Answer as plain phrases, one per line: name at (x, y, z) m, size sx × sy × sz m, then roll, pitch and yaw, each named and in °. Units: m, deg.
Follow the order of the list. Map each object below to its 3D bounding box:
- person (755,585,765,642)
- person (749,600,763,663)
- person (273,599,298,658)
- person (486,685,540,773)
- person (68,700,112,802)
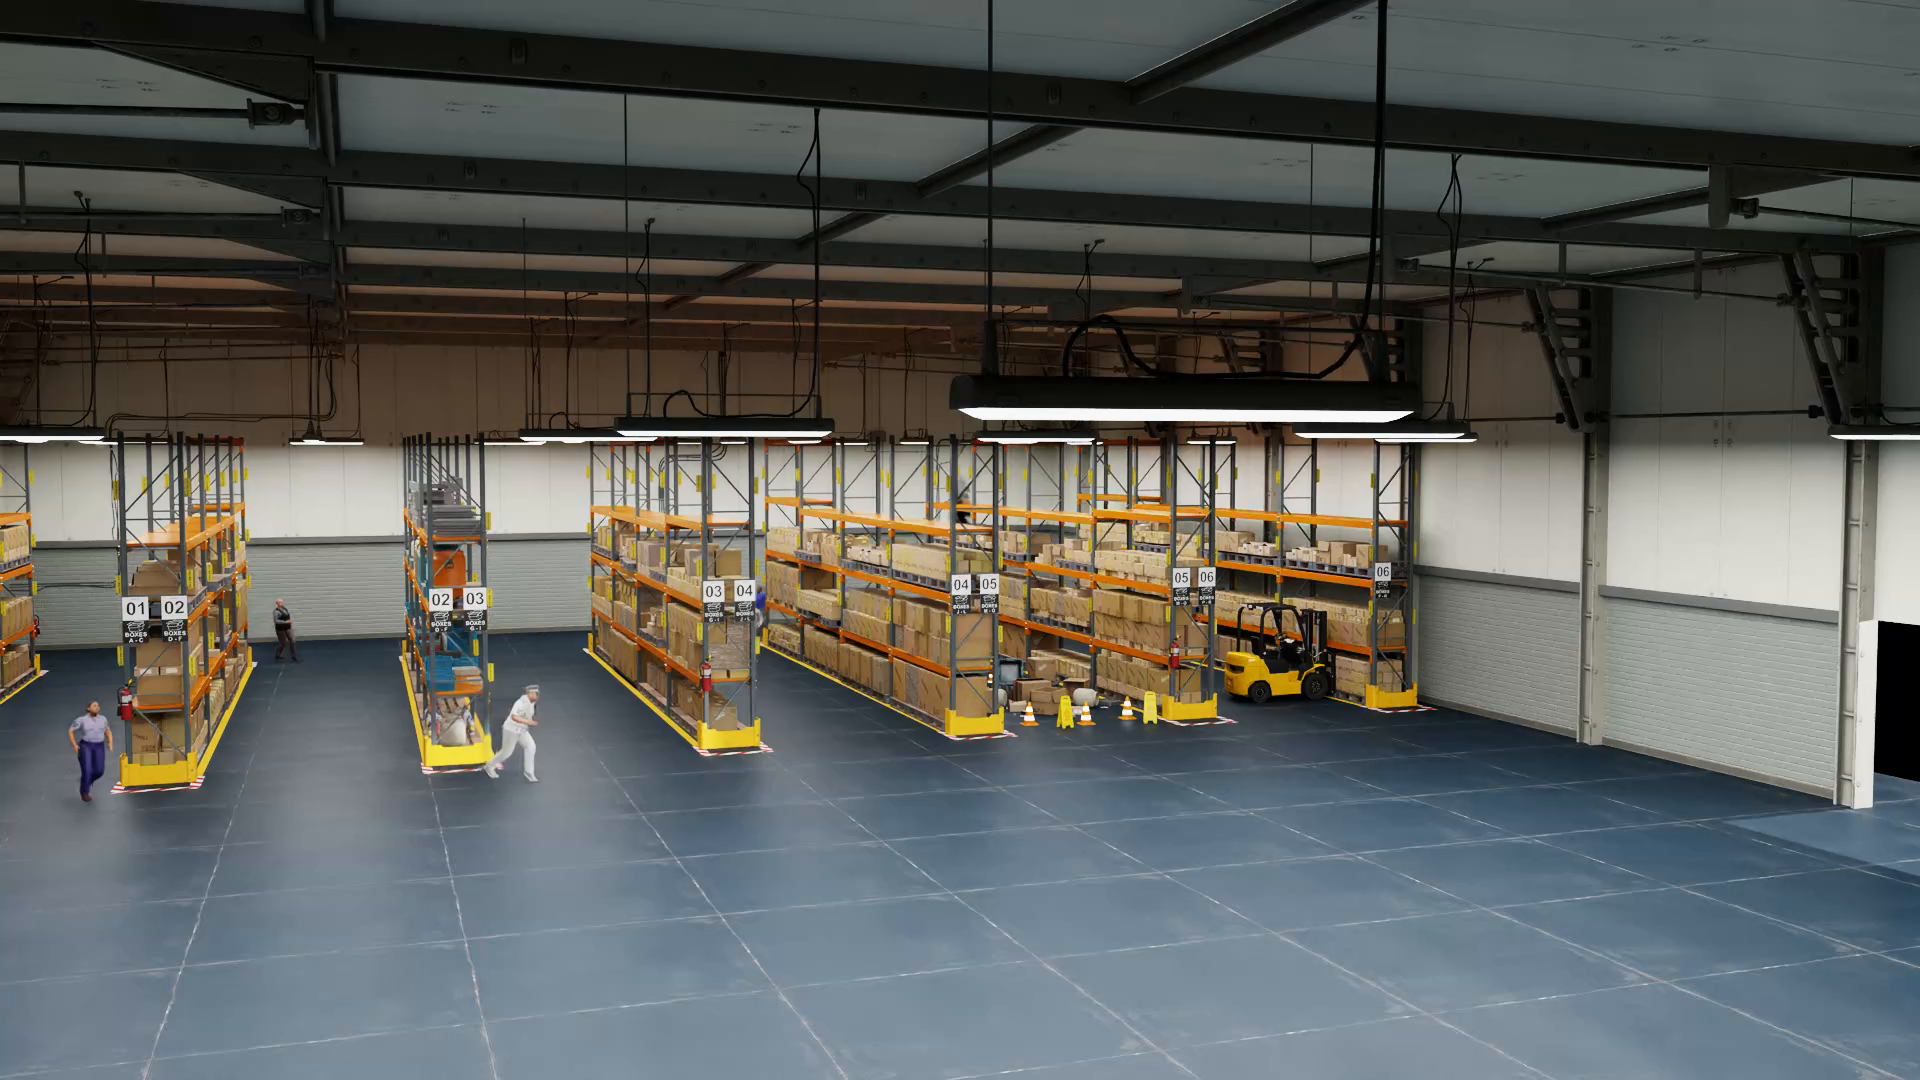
person at (-5.931, 2.195, 49.213) m, size 0.595 × 1.734 × 0.731 m, roll 2°, pitch 4°, yaw 36°
person at (-5.615, 2.426, 44.771) m, size 0.618 × 1.681 × 1.051 m, roll -1°, pitch 3°, yaw -23°
person at (-18.060, 2.350, 44.296) m, size 0.695 × 1.602 × 0.536 m, roll 1°, pitch 3°, yaw 21°
person at (-7.652, 3.236, 28.572) m, size 0.939 × 1.524 × 0.705 m, roll 0°, pitch 3°, yaw 8°
person at (-14.183, 3.432, 27.165) m, size 0.519 × 1.603 × 0.660 m, roll 3°, pitch 4°, yaw 43°
